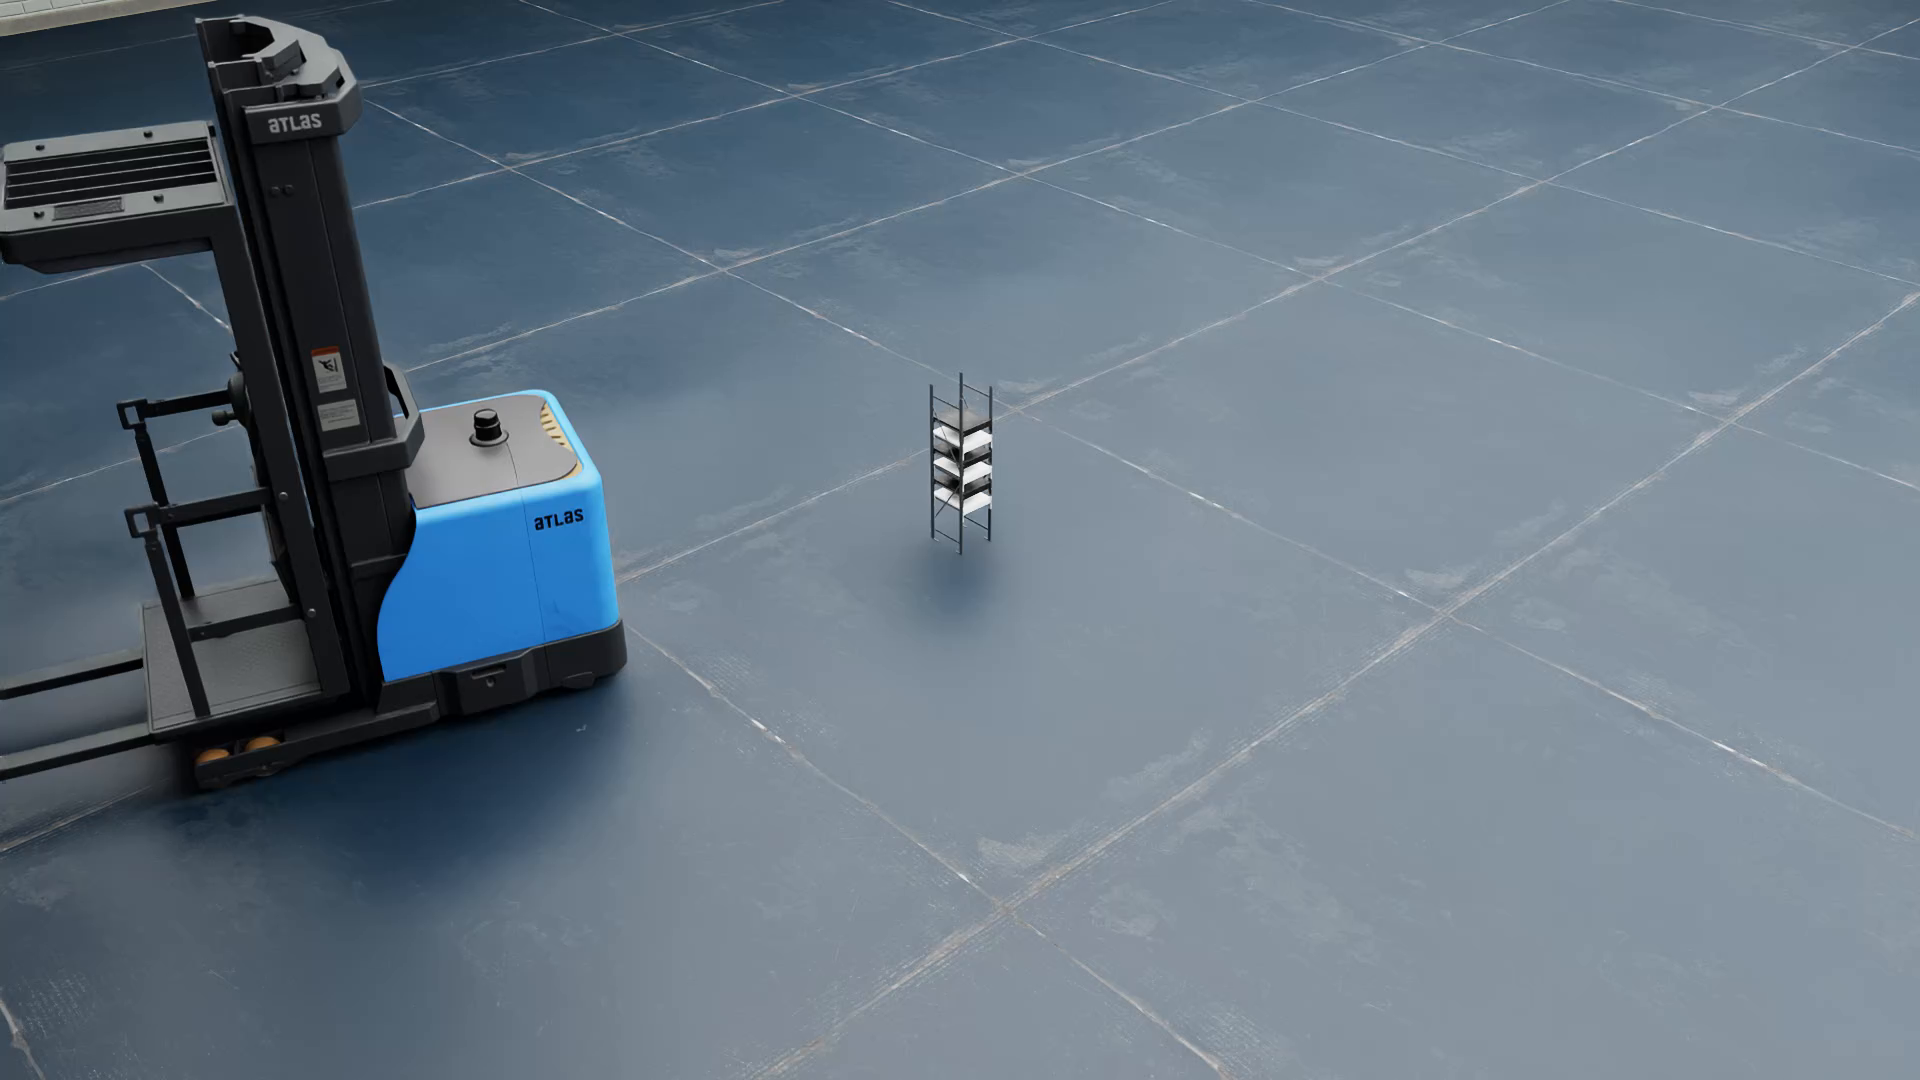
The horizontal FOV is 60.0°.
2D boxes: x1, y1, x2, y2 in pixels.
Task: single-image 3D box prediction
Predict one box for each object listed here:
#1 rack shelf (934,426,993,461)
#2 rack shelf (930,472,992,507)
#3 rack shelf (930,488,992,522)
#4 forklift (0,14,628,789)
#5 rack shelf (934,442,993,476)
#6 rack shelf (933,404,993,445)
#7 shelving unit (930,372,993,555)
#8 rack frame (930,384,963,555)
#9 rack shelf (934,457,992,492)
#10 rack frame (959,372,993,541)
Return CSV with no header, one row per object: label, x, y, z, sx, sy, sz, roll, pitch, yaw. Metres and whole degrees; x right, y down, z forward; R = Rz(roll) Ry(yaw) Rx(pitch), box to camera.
rack shelf,0.006,-0.512,8.443,0.200,0.077,0.258,-26,40,-35
rack shelf,0.006,-0.282,8.584,0.200,0.077,0.258,-26,40,-35
rack shelf,0.006,-0.205,8.631,0.200,0.077,0.258,-26,40,-35
forklift,-3.099,-0.514,6.781,3.031,2.935,1.130,-14,34,-21
rack shelf,0.006,-0.435,8.490,0.200,0.077,0.258,-26,40,-35
rack shelf,0.006,-0.589,8.396,0.200,0.077,0.258,-26,40,-35
shelving unit,0.006,-0.387,8.520,0.210,0.900,0.258,-26,40,-35
rack frame,-0.069,-0.351,8.461,0.006,0.900,0.240,-26,40,-35
rack shelf,0.006,-0.358,8.537,0.200,0.077,0.258,-26,40,-35
rack frame,0.081,-0.423,8.579,0.006,0.900,0.240,-26,40,-35
